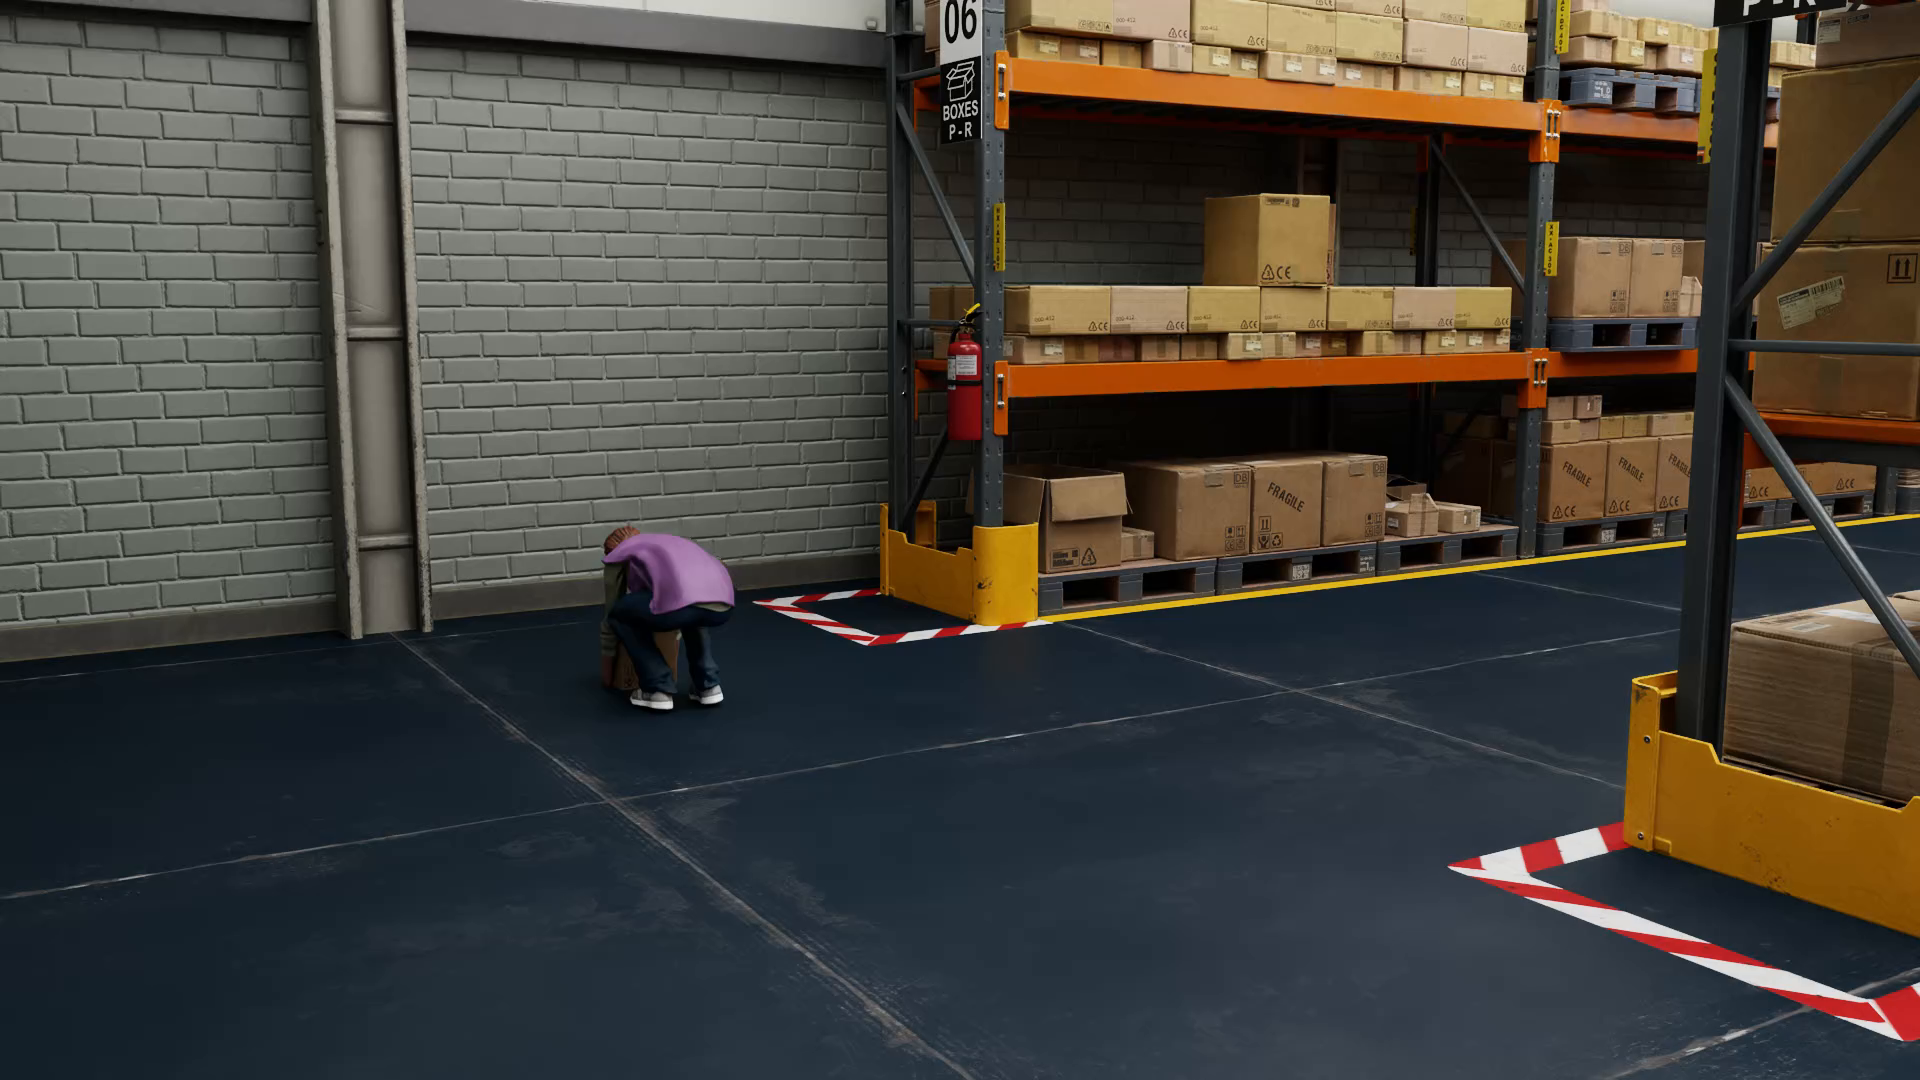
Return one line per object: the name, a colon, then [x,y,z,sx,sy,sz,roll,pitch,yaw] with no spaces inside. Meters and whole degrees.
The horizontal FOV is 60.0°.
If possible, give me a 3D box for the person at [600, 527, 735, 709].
person: [-1.228,0.327,6.858,0.421,0.694,0.863,-5,10,-32]
